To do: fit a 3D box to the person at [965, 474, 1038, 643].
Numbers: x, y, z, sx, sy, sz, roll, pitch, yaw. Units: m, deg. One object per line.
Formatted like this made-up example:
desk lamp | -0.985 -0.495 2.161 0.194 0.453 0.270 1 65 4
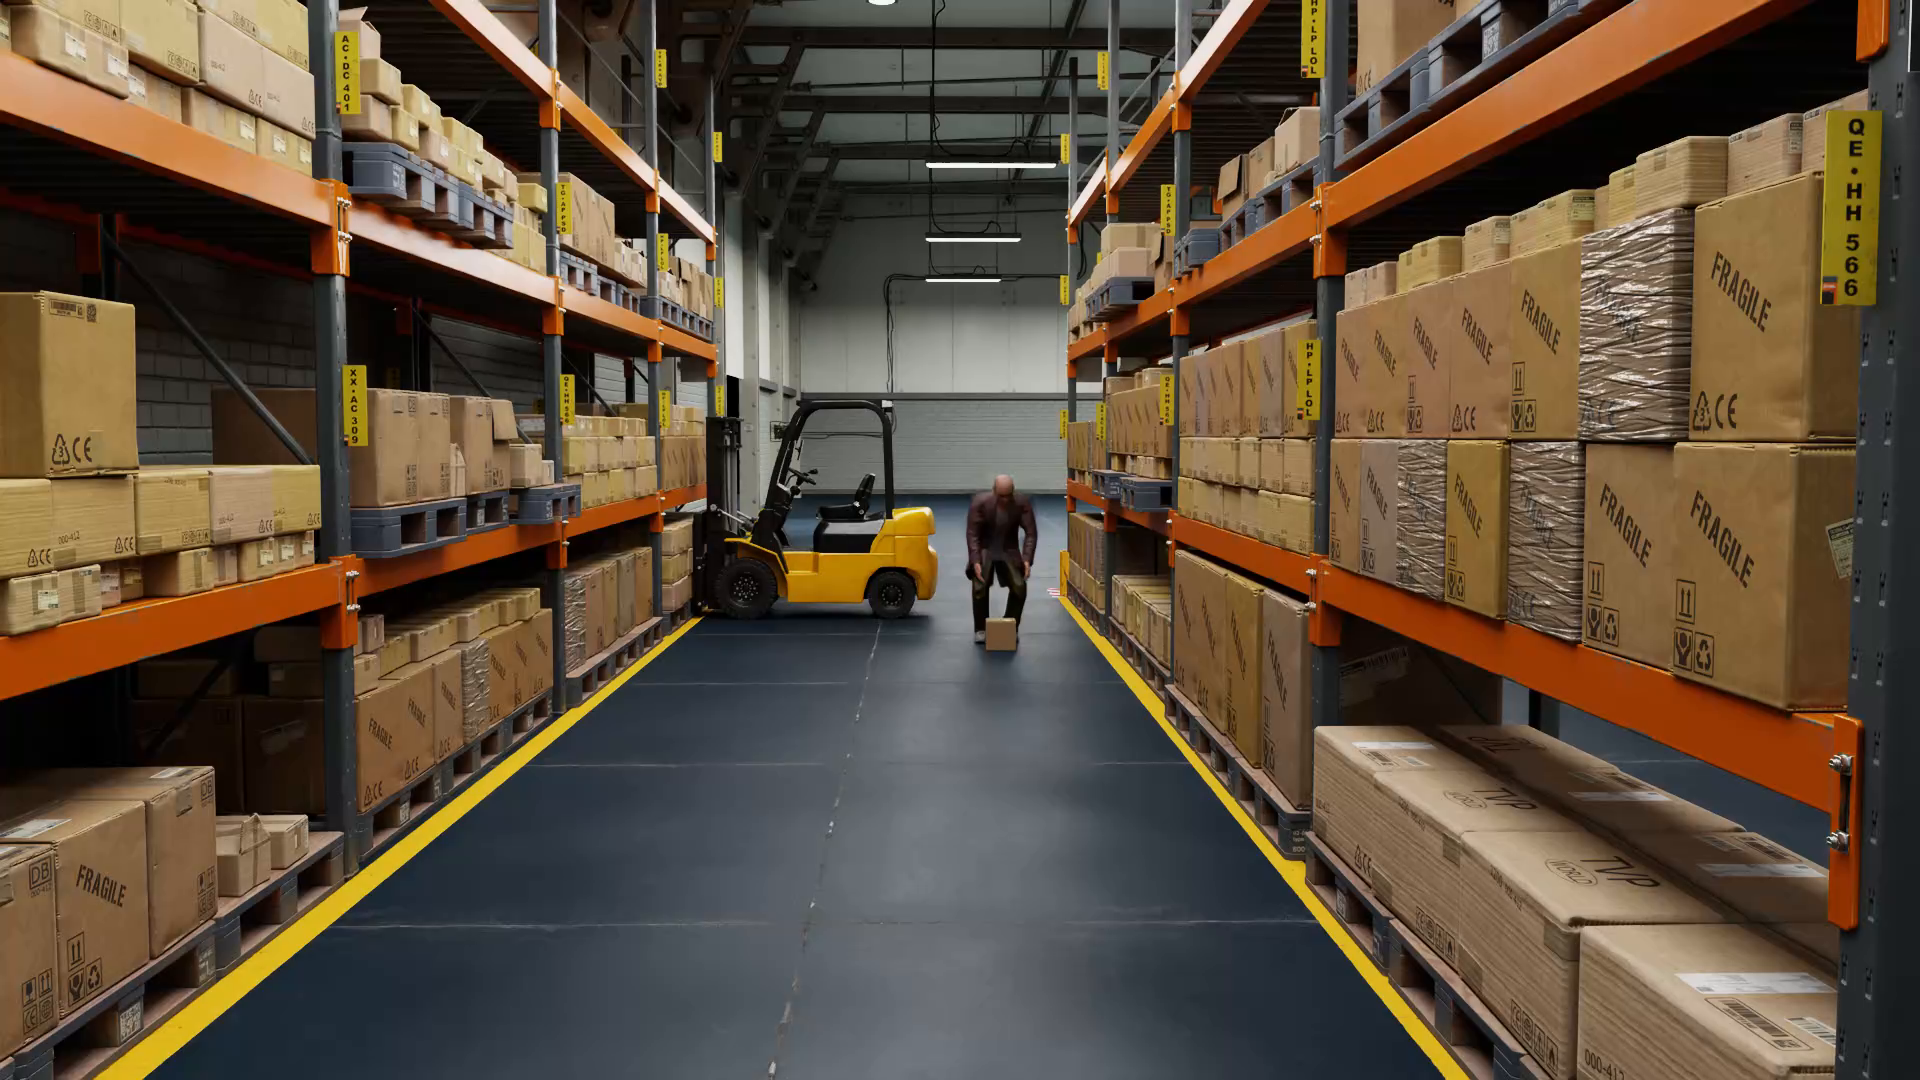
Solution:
person | 0.359 0.165 14.559 0.630 1.470 0.681 0 4 -2
